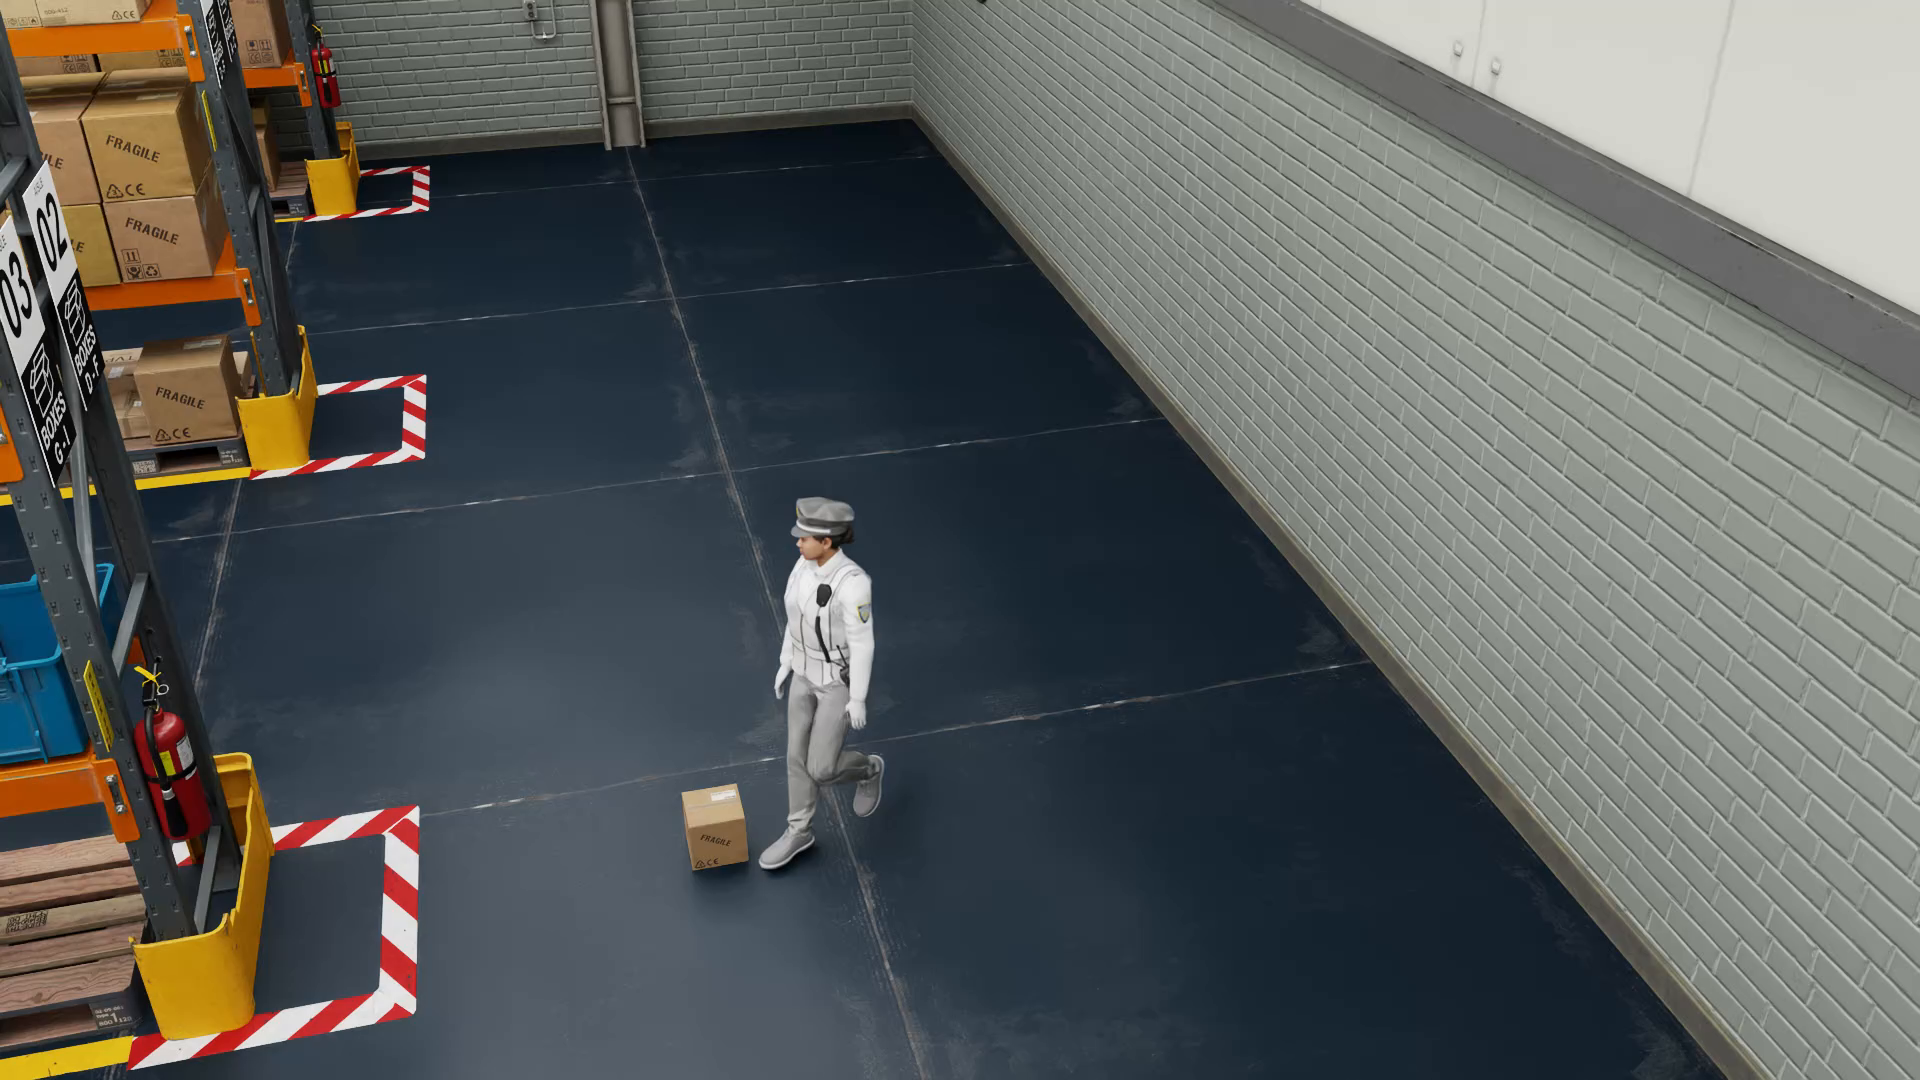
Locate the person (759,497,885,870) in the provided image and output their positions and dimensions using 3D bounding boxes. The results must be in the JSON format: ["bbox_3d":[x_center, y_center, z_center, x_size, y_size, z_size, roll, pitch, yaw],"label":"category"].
[{"bbox_3d":[-0.641,0.626,7.144,0.667,1.653,0.550,-24,38,-35],"label":"person"}]
